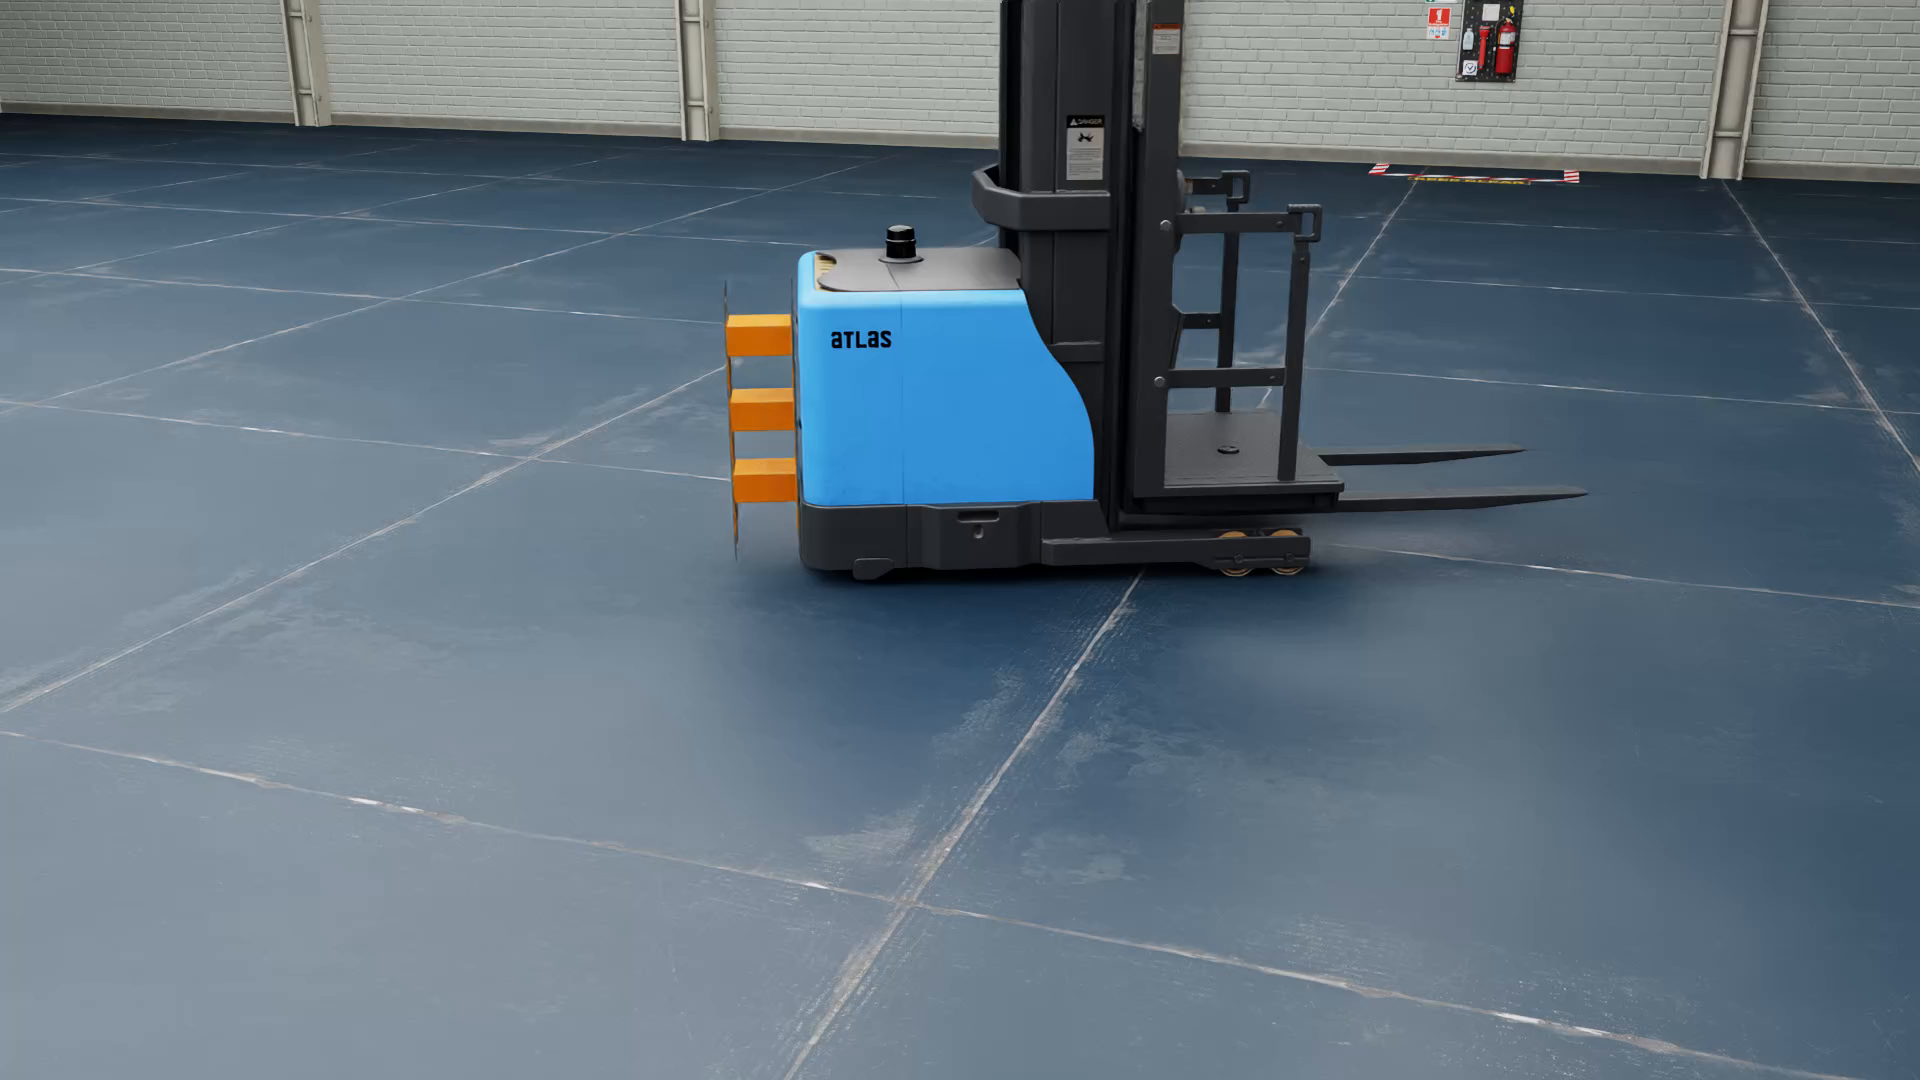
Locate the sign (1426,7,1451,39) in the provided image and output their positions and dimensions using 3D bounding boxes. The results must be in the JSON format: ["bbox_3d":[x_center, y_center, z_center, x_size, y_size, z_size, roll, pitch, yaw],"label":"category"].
[{"bbox_3d":[5.214,-5.629,18.114,0.234,0.329,0.001,7,20,18],"label":"sign"}]

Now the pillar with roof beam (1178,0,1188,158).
[{"bbox_3d":[0.944,-7.384,14.088,0.400,9.000,9.100,7,20,18],"label":"pillar with roof beam"}]

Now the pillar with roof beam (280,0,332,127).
[{"bbox_3d":[-10.391,-8.680,17.807,0.400,9.000,9.100,7,20,18],"label":"pillar with roof beam"}]

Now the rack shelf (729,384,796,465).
[{"bbox_3d":[-0.741,-0.438,6.270,0.240,0.259,0.215,-2,19,-5],"label":"rack shelf"}]

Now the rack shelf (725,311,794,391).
[{"bbox_3d":[-0.741,-0.706,6.176,0.240,0.259,0.215,-2,19,-5],"label":"rack shelf"}]

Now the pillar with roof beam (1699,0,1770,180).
[{"bbox_3d":[6.612,-6.736,12.229,0.400,9.000,9.100,7,20,18],"label":"pillar with roof beam"}]

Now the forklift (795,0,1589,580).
[{"bbox_3d":[0.891,-1.419,6.193,3.031,2.935,1.130,-2,19,-5],"label":"forklift"}]

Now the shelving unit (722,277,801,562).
[{"bbox_3d":[-0.741,-0.448,6.266,0.252,1.050,0.215,-2,19,-5],"label":"shelving unit"}]

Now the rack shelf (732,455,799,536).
[{"bbox_3d":[-0.741,-0.175,6.361,0.240,0.259,0.215,-2,19,-5],"label":"rack shelf"}]

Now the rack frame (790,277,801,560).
[{"bbox_3d":[-0.619,-0.451,6.276,0.008,1.050,0.200,-2,19,-5],"label":"rack frame"}]

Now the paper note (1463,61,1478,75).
[{"bbox_3d":[5.558,-5.145,18.118,0.142,0.148,0.016,7,20,18],"label":"paper note"}]

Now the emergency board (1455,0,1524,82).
[{"bbox_3d":[5.703,-5.520,17.856,0.643,1.169,0.194,7,20,18],"label":"emergency board"}]

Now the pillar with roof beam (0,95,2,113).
[{"bbox_3d":[-16.059,-9.328,19.666,0.400,9.000,9.100,7,20,18],"label":"pillar with roof beam"}]

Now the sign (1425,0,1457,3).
[{"bbox_3d":[5.216,-5.876,18.017,0.331,0.109,0.001,7,20,18],"label":"sign"}]

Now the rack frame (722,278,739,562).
[{"bbox_3d":[-0.862,-0.444,6.256,0.008,1.050,0.200,-2,19,-5],"label":"rack frame"}]

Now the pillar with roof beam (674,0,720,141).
[{"bbox_3d":[-4.724,-8.032,15.948,0.400,9.000,9.100,7,20,18],"label":"pillar with roof beam"}]
